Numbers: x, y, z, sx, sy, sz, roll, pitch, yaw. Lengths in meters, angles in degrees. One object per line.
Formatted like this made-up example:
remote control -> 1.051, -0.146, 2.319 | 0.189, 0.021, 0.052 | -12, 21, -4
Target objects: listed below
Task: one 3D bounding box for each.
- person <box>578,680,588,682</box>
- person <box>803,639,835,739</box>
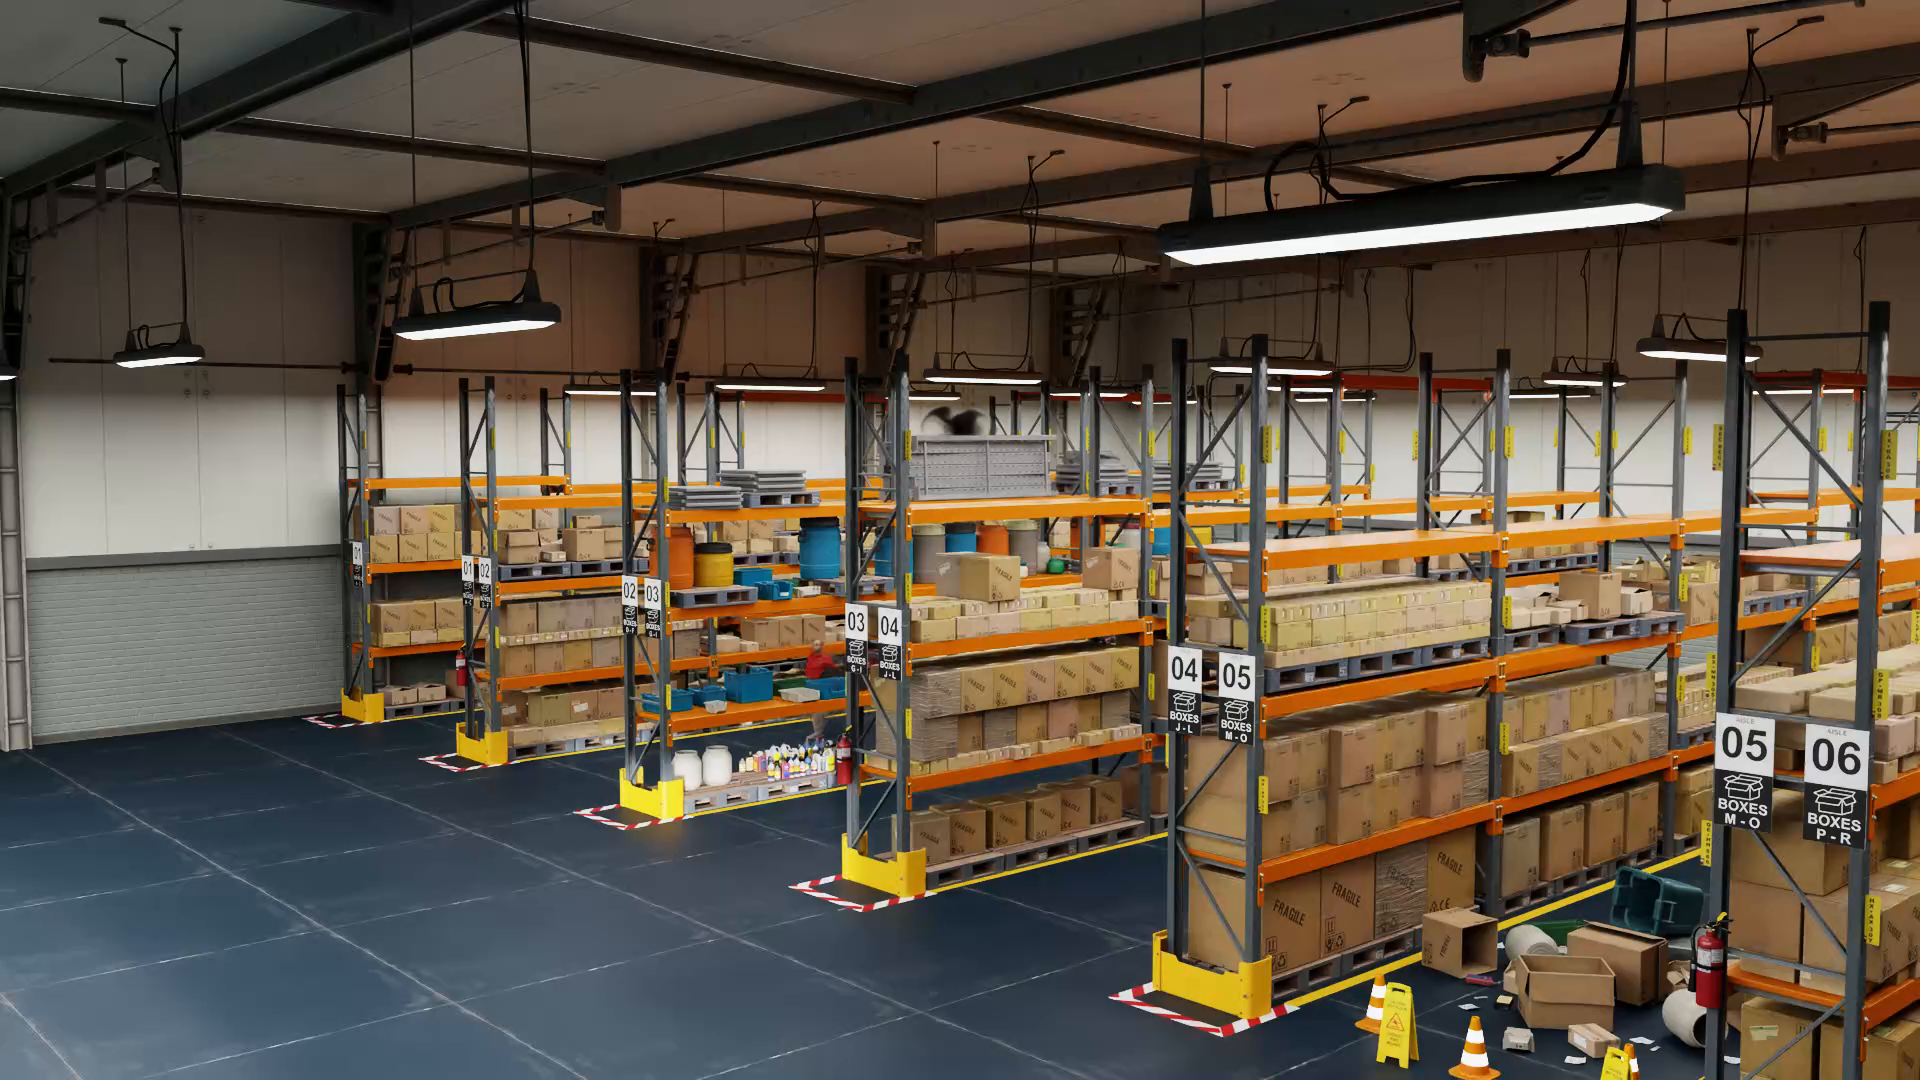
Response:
person -> -6.546, 2.361, 29.360 | 1.134, 1.774, 0.660 | -4, 5, -43
person -> -2.393, 2.499, 27.978 | 0.677, 1.679, 0.604 | 3, 5, 39
